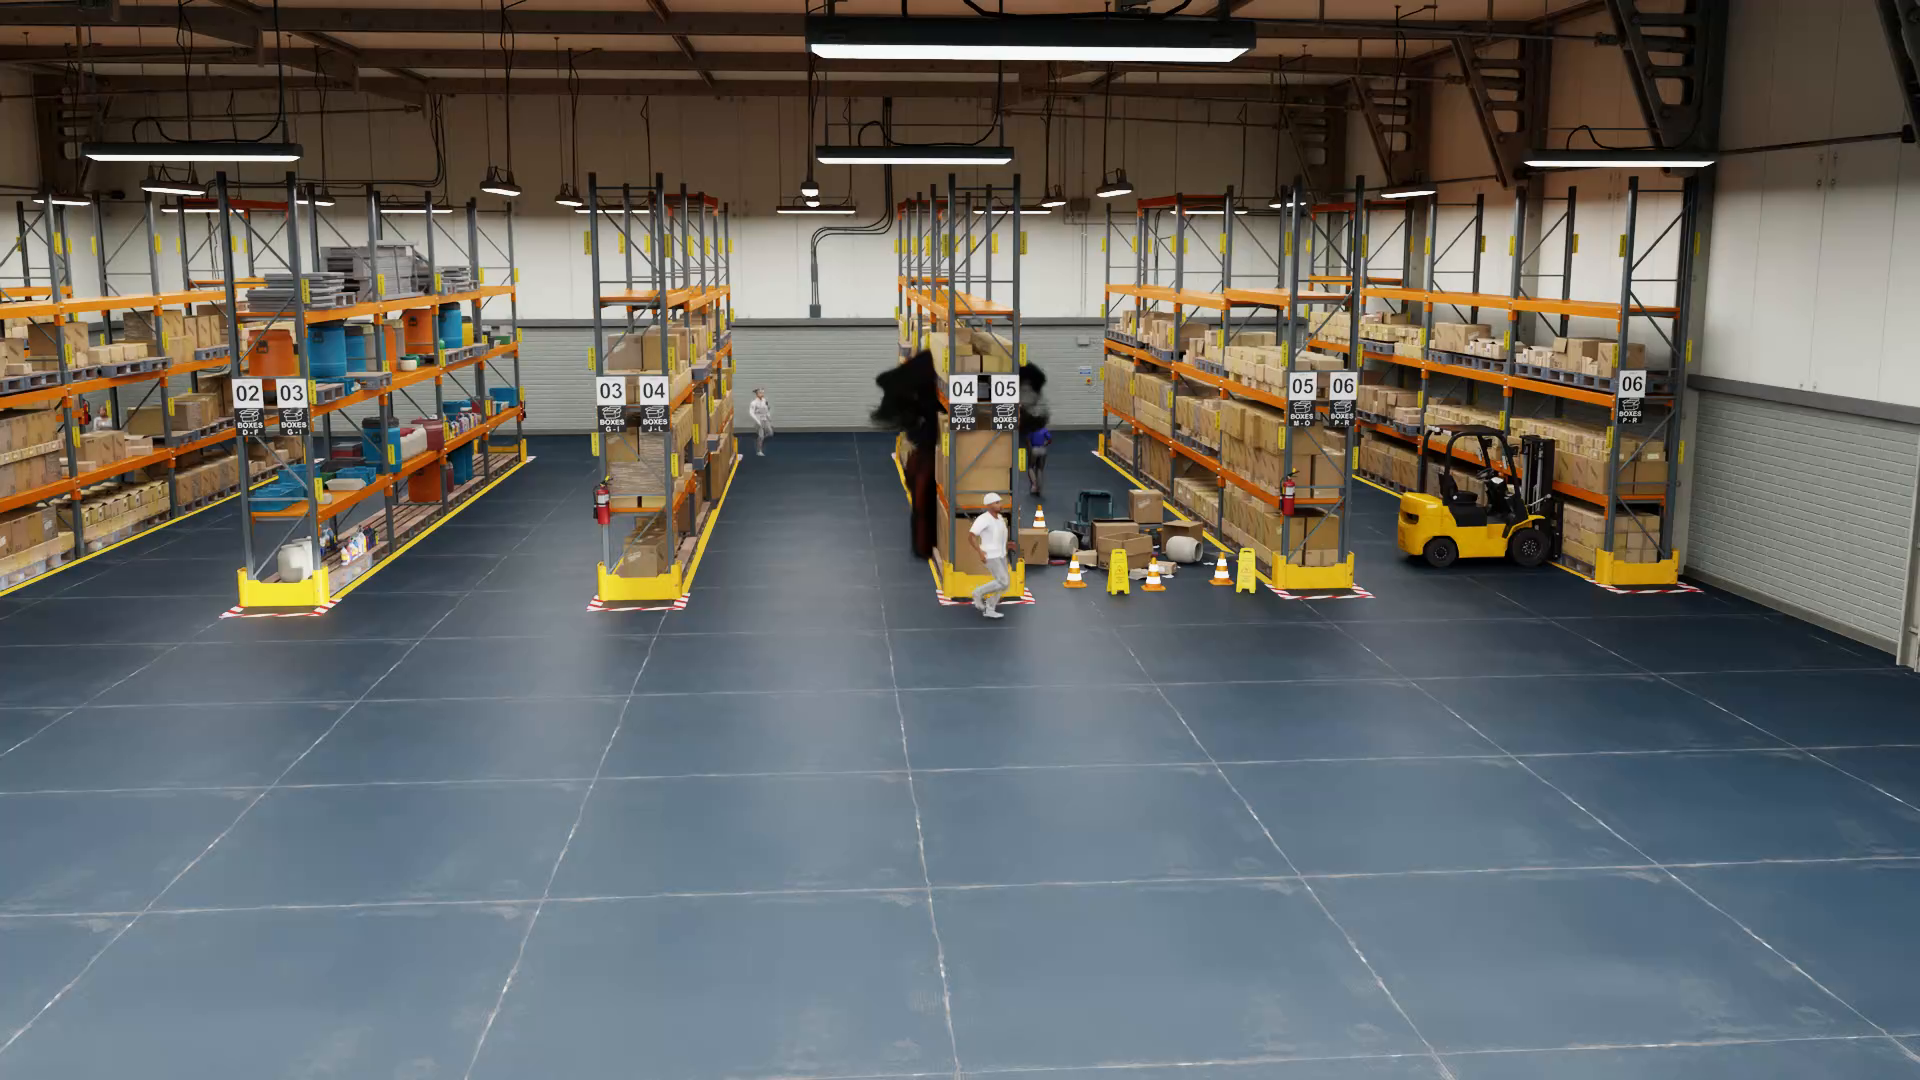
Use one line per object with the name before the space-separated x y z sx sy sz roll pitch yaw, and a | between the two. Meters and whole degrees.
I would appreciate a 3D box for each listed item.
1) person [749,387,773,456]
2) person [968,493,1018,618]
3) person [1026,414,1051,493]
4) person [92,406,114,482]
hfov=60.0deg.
person | -4.767 -2.857 40.163 0.474 1.665 0.647 8 13 39
person | 0.467 0.214 22.556 0.582 1.718 0.703 6 12 29
person | 1.576 -1.768 34.028 0.575 1.617 0.561 -2 10 -13
person | -18.473 -2.089 35.979 0.481 1.620 0.762 -3 10 -14
